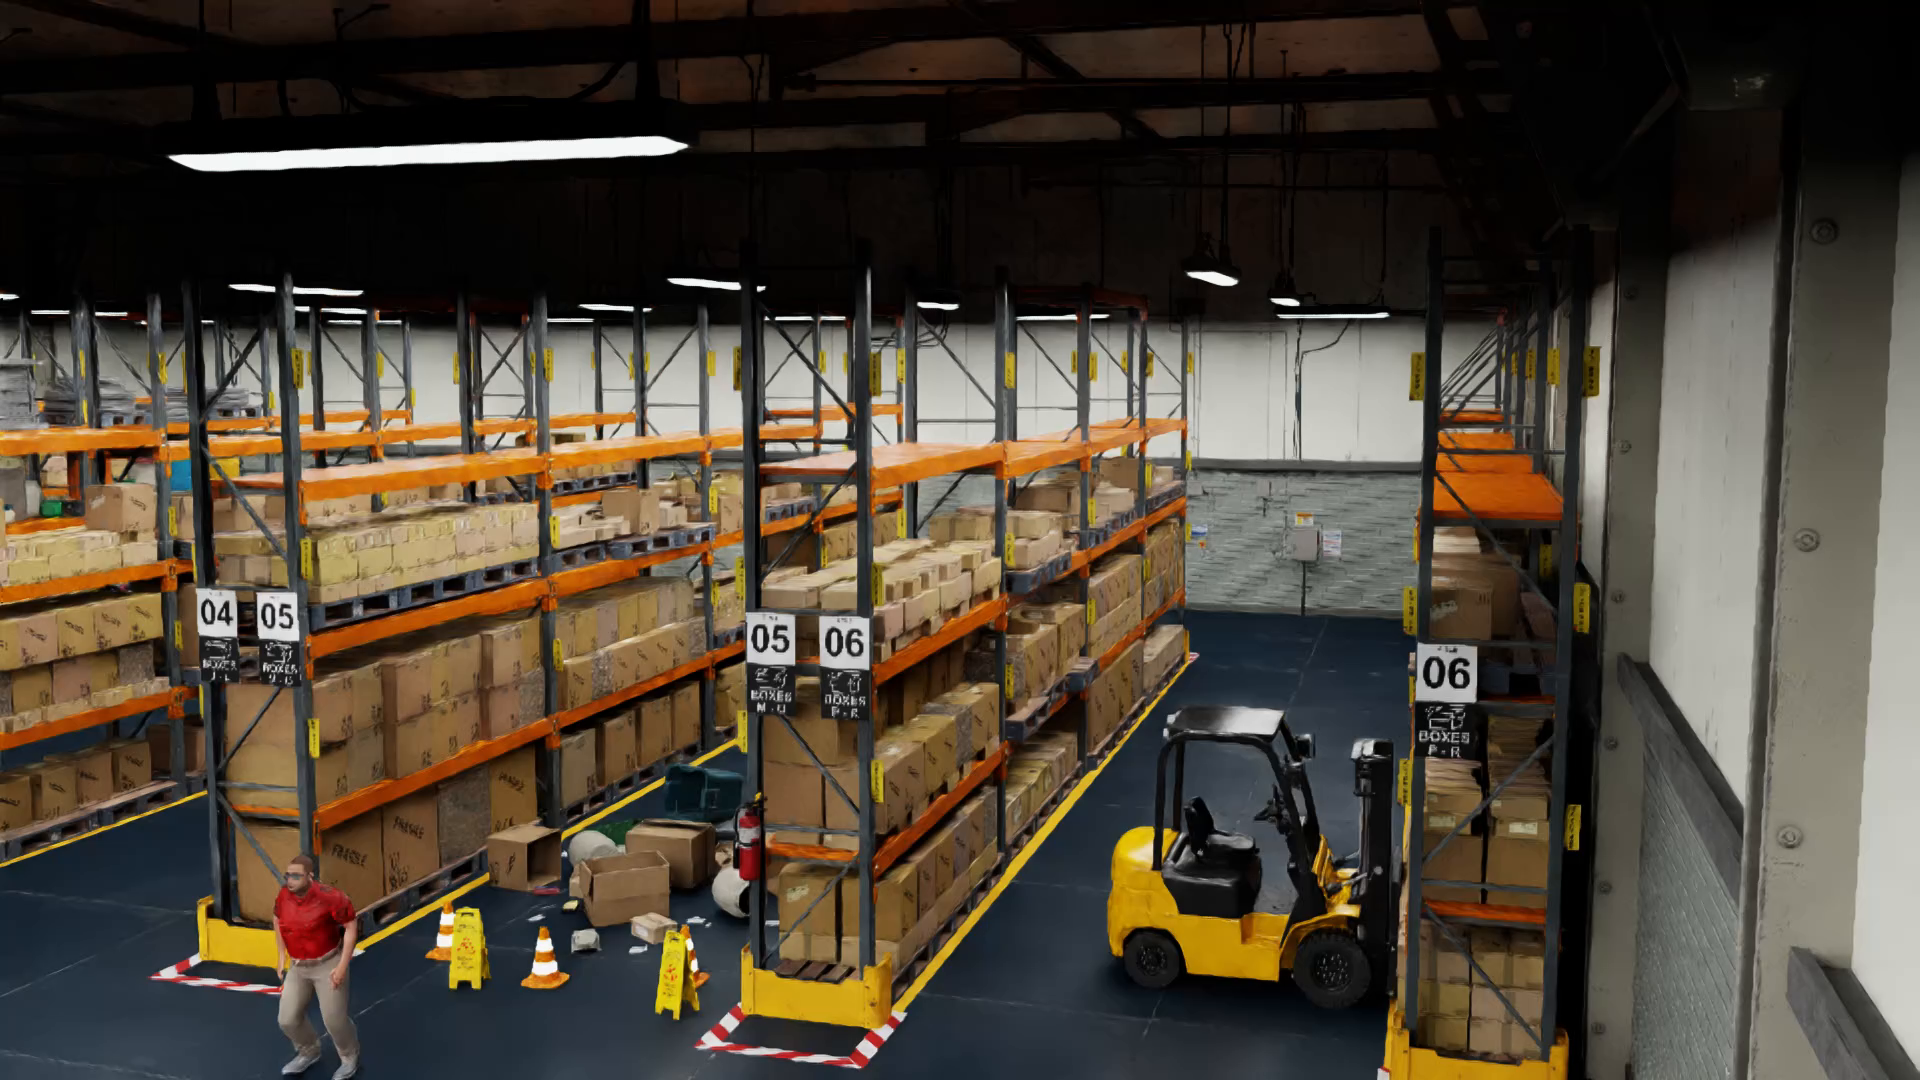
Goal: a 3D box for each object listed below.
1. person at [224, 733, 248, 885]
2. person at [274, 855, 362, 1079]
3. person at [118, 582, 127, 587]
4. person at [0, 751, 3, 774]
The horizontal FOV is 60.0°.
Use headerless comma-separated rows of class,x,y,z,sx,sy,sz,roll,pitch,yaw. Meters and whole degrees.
person,-6.937,2.440,16.351,0.678,1.773,0.630,-6,9,-43
person,-4.577,3.022,11.825,0.682,1.676,0.529,2,7,14
person,-13.773,1.240,27.709,0.556,1.644,0.597,6,9,42
person,-11.366,2.084,19.479,0.450,1.789,0.605,-2,7,-15
